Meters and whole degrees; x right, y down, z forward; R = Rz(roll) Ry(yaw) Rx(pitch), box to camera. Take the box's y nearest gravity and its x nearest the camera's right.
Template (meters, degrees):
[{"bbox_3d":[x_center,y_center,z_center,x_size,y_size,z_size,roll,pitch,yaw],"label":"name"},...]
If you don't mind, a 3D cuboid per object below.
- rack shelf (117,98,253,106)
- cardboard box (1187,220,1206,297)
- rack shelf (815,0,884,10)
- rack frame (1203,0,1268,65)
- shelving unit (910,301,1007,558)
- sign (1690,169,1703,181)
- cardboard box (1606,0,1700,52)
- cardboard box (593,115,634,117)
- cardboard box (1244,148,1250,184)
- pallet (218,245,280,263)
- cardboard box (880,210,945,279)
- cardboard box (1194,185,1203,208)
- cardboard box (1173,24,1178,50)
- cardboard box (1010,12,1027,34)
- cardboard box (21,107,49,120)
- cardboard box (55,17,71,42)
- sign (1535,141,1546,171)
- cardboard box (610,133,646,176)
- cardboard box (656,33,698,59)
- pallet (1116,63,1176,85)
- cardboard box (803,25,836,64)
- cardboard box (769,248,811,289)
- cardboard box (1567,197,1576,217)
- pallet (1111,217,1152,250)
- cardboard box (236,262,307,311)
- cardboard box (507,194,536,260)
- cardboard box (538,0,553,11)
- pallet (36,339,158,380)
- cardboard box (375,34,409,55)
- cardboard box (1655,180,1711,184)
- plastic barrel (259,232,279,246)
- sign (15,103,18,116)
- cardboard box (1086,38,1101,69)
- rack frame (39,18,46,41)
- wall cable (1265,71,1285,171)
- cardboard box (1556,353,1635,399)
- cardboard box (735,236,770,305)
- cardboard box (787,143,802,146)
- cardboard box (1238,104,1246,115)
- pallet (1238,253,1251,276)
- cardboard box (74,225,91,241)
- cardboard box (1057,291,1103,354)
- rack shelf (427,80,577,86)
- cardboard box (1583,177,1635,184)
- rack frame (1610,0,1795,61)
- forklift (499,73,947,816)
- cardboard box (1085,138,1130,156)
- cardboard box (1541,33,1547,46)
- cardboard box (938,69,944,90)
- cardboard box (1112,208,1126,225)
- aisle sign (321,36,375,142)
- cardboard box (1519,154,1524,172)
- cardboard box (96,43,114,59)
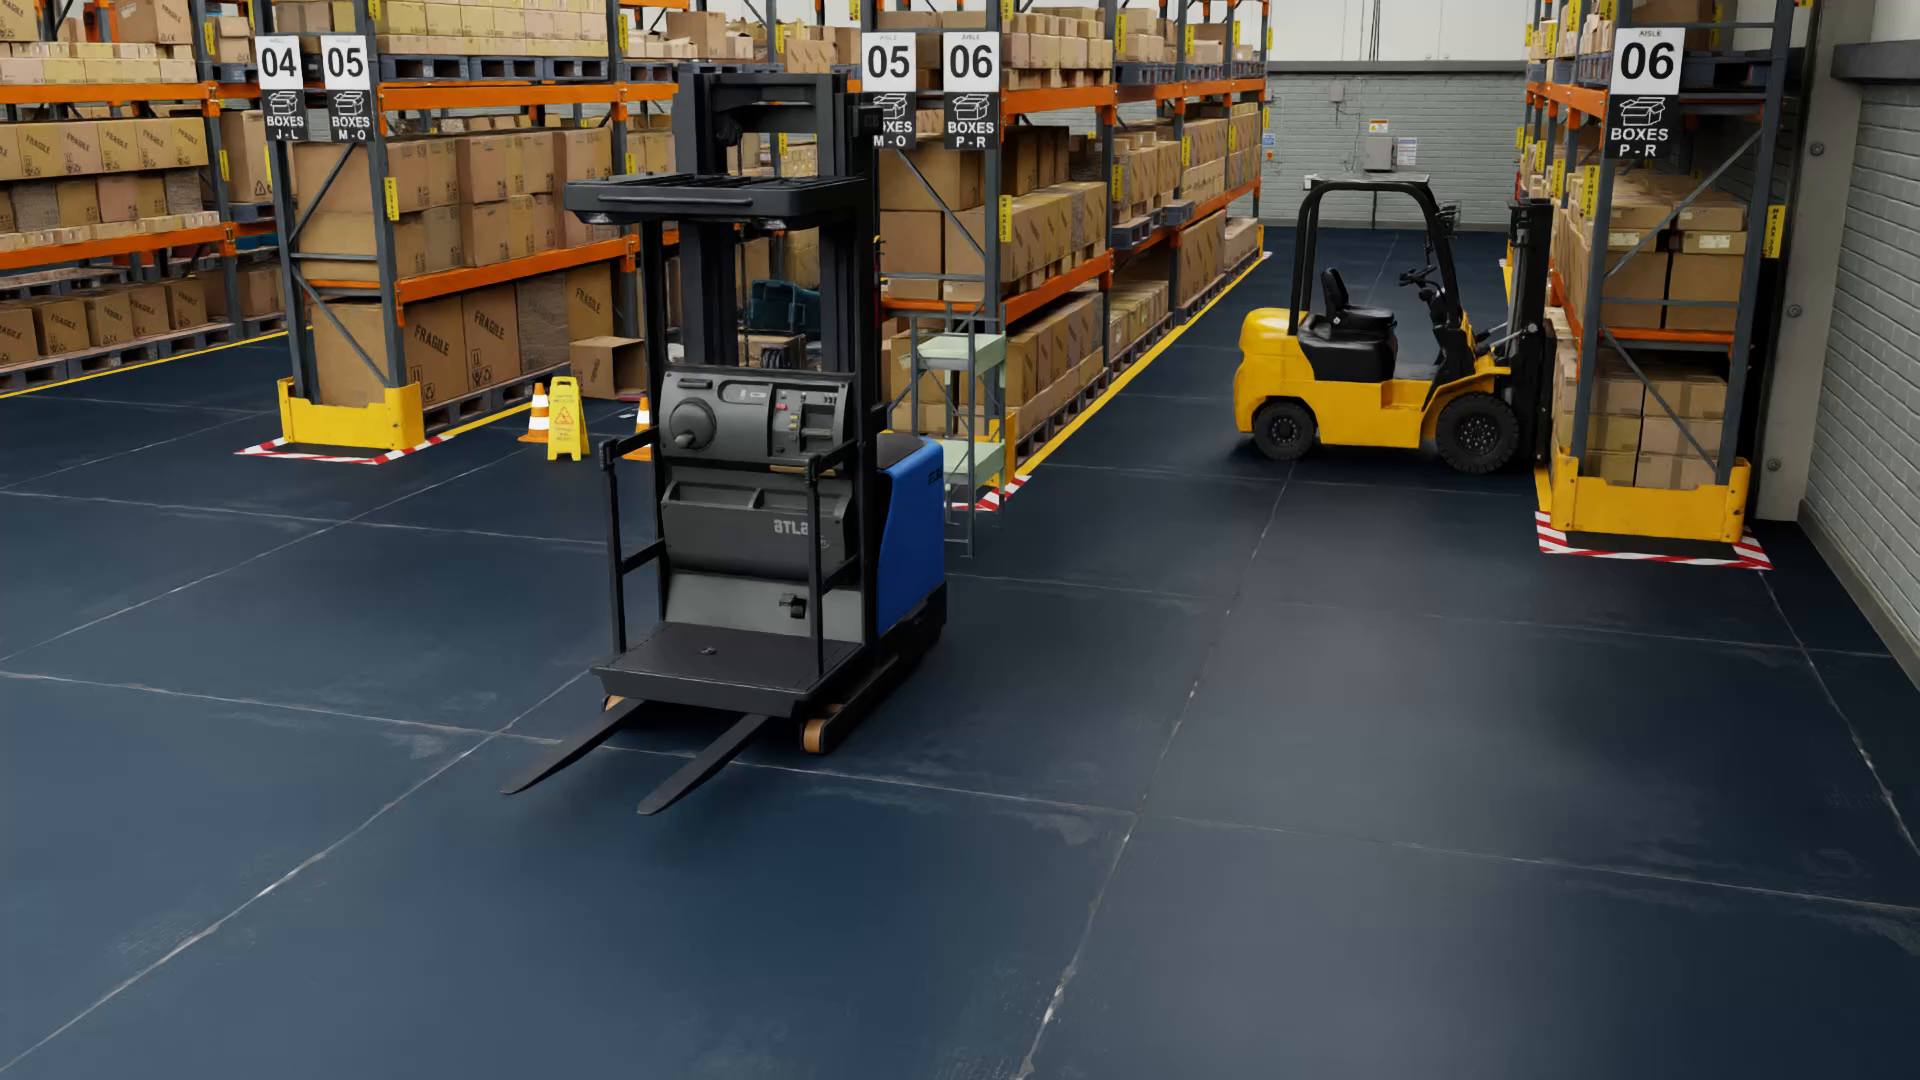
[{"bbox_3d":[-11.611,-6.768,25.016,1.077,0.370,4.000,5,16,16],"label":"rack shelf"},{"bbox_3d":[2.604,-3.583,21.087,0.875,0.875,0.875,5,17,17],"label":"cardboard box"},{"bbox_3d":[-2.136,-7.224,21.858,1.077,0.370,4.000,5,16,16],"label":"rack shelf"},{"bbox_3d":[4.344,-8.975,25.979,1.000,3.000,0.127,5,16,16],"label":"rack frame"},{"bbox_3d":[-0.002,-0.720,10.619,0.431,1.500,0.755,5,16,16],"label":"shelving unit"},{"bbox_3d":[6.226,-2.977,14.096,0.100,0.325,0.005,5,16,16],"label":"sign"},{"bbox_3d":[4.449,-3.395,10.667,0.500,0.500,0.500,5,17,18],"label":"cardboard box"},{"bbox_3d":[-5.836,-6.917,28.075,0.500,0.500,0.500,4,16,14],"label":"cardboard box"},{"bbox_3d":[4.032,-5.588,24.851,0.500,0.500,0.500,5,17,18],"label":"cardboard box"},{"bbox_3d":[-11.302,-4.654,26.852,1.003,0.211,1.213,5,16,16],"label":"pallet"},{"bbox_3d":[-0.313,-2.257,12.561,0.500,0.500,0.500,4,16,15],"label":"cardboard box"},{"bbox_3d":[2.734,-4.304,20.783,0.500,0.250,0.500,5,17,18],"label":"cardboard box"},{"bbox_3d":[2.679,-6.527,21.894,0.500,0.500,0.500,4,16,15],"label":"cardboard box"},{"bbox_3d":[0.280,-3.813,12.278,0.380,0.149,0.250,5,16,16],"label":"cardboard box"},{"bbox_3d":[-15.896,-7.261,28.917,0.500,0.500,0.500,5,17,16],"label":"cardboard box"},{"bbox_3d":[-15.690,-8.682,28.429,0.700,0.500,0.500,5,16,16],"label":"cardboard box"},{"bbox_3d":[6.307,-4.170,18.058,0.100,0.325,0.005,5,16,16],"label":"sign"},{"bbox_3d":[-3.706,-3.966,17.299,0.700,0.500,0.500,4,16,15],"label":"cardboard box"},{"bbox_3d":[-3.106,-5.408,18.196,0.396,0.266,0.258,5,16,16],"label":"cardboard box"},{"bbox_3d":[1.503,-4.727,16.843,1.213,0.211,1.003,5,16,16],"label":"pallet"},{"bbox_3d":[-2.133,-6.700,22.499,0.797,0.503,0.637,4,16,15],"label":"cardboard box"},{"bbox_3d":[-2.259,-3.518,21.545,0.500,0.500,0.500,4,16,14],"label":"cardboard box"},{"bbox_3d":[5.090,-2.665,13.357,0.380,0.149,0.250,5,17,17],"label":"cardboard box"},{"bbox_3d":[1.290,-3.045,16.421,1.003,0.211,1.213,5,16,16],"label":"pallet"},{"bbox_3d":[-8.219,-3.009,19.715,0.700,0.500,0.500,5,16,16],"label":"cardboard box"},{"bbox_3d":[-4.390,-2.857,15.130,0.875,0.550,0.500,5,16,16],"label":"cardboard box"},{"bbox_3d":[-3.926,-4.877,15.075,0.380,0.149,0.250,5,16,16],"label":"cardboard box"},{"bbox_3d":[-9.070,-1.877,17.061,1.003,0.211,1.213,5,16,16],"label":"pallet"},{"bbox_3d":[-4.573,-3.897,13.082,0.380,0.149,0.250,5,17,16],"label":"cardboard box"},{"bbox_3d":[5.708,-2.758,13.140,0.380,0.149,0.250,4,16,15],"label":"cardboard box"},{"bbox_3d":[-11.214,-5.246,26.904,0.600,0.901,0.708,5,16,16],"label":"plastic barrel"},{"bbox_3d":[-18.889,-8.635,33.219,0.100,0.325,0.005,5,16,16],"label":"sign"},{"bbox_3d":[0.924,-4.194,14.353,0.500,0.250,0.500,4,16,15],"label":"cardboard box"},{"bbox_3d":[-15.791,-9.466,27.711,1.000,3.000,0.127,5,16,16],"label":"rack frame"},{"bbox_3d":[5.924,-8.069,31.862,0.585,1.953,0.123,5,16,16],"label":"wall cable"},{"bbox_3d":[4.528,-1.157,11.850,0.500,0.250,0.500,5,17,17],"label":"cardboard box"},{"bbox_3d":[-2.964,-3.320,20.392,1.050,0.750,0.750,4,16,15],"label":"cardboard box"},{"bbox_3d":[-2.415,-5.427,23.066,0.380,0.149,0.250,4,16,15],"label":"cardboard box"},{"bbox_3d":[3.996,-6.343,24.490,0.380,0.149,0.250,5,16,16],"label":"cardboard box"},{"bbox_3d":[3.843,-4.214,25.298,1.003,0.211,1.213,5,16,16],"label":"pallet"},{"bbox_3d":[-8.932,-3.067,16.605,0.380,0.149,0.250,5,16,16],"label":"cardboard box"},{"bbox_3d":[1.023,-2.013,15.326,0.500,0.500,0.500,4,16,15],"label":"cardboard box"},{"bbox_3d":[-6.863,-6.384,23.662,1.077,0.370,4.000,5,16,16],"label":"rack shelf"},{"bbox_3d":[5.267,-2.865,13.517,0.380,0.149,0.250,4,16,15],"label":"cardboard box"},{"bbox_3d":[4.557,-4.405,9.868,1.000,3.000,0.127,5,16,16],"label":"rack frame"},{"bbox_3d":[-1.019,-0.572,7.473,1.130,2.935,3.031,5,17,18],"label":"forklift"},{"bbox_3d":[1.406,-3.750,15.866,0.380,0.149,0.250,5,16,16],"label":"cardboard box"},{"bbox_3d":[7.080,-5.922,19.676,0.380,0.149,0.250,5,17,16],"label":"cardboard box"},{"bbox_3d":[-0.331,-3.407,12.309,0.380,0.149,0.250,5,17,16],"label":"cardboard box"},{"bbox_3d":[1.394,-3.150,16.130,0.380,0.149,0.250,5,17,17],"label":"cardboard box"},{"bbox_3d":[-4.710,-3.469,12.798,0.394,0.787,0.004,5,16,16],"label":"aisle sign"},{"bbox_3d":[8.717,-5.678,25.079,0.500,0.250,0.500,5,17,16],"label":"cardboard box"},{"bbox_3d":[-8.733,-4.902,16.661,0.380,0.149,0.250,5,17,18],"label":"cardboard box"}]
